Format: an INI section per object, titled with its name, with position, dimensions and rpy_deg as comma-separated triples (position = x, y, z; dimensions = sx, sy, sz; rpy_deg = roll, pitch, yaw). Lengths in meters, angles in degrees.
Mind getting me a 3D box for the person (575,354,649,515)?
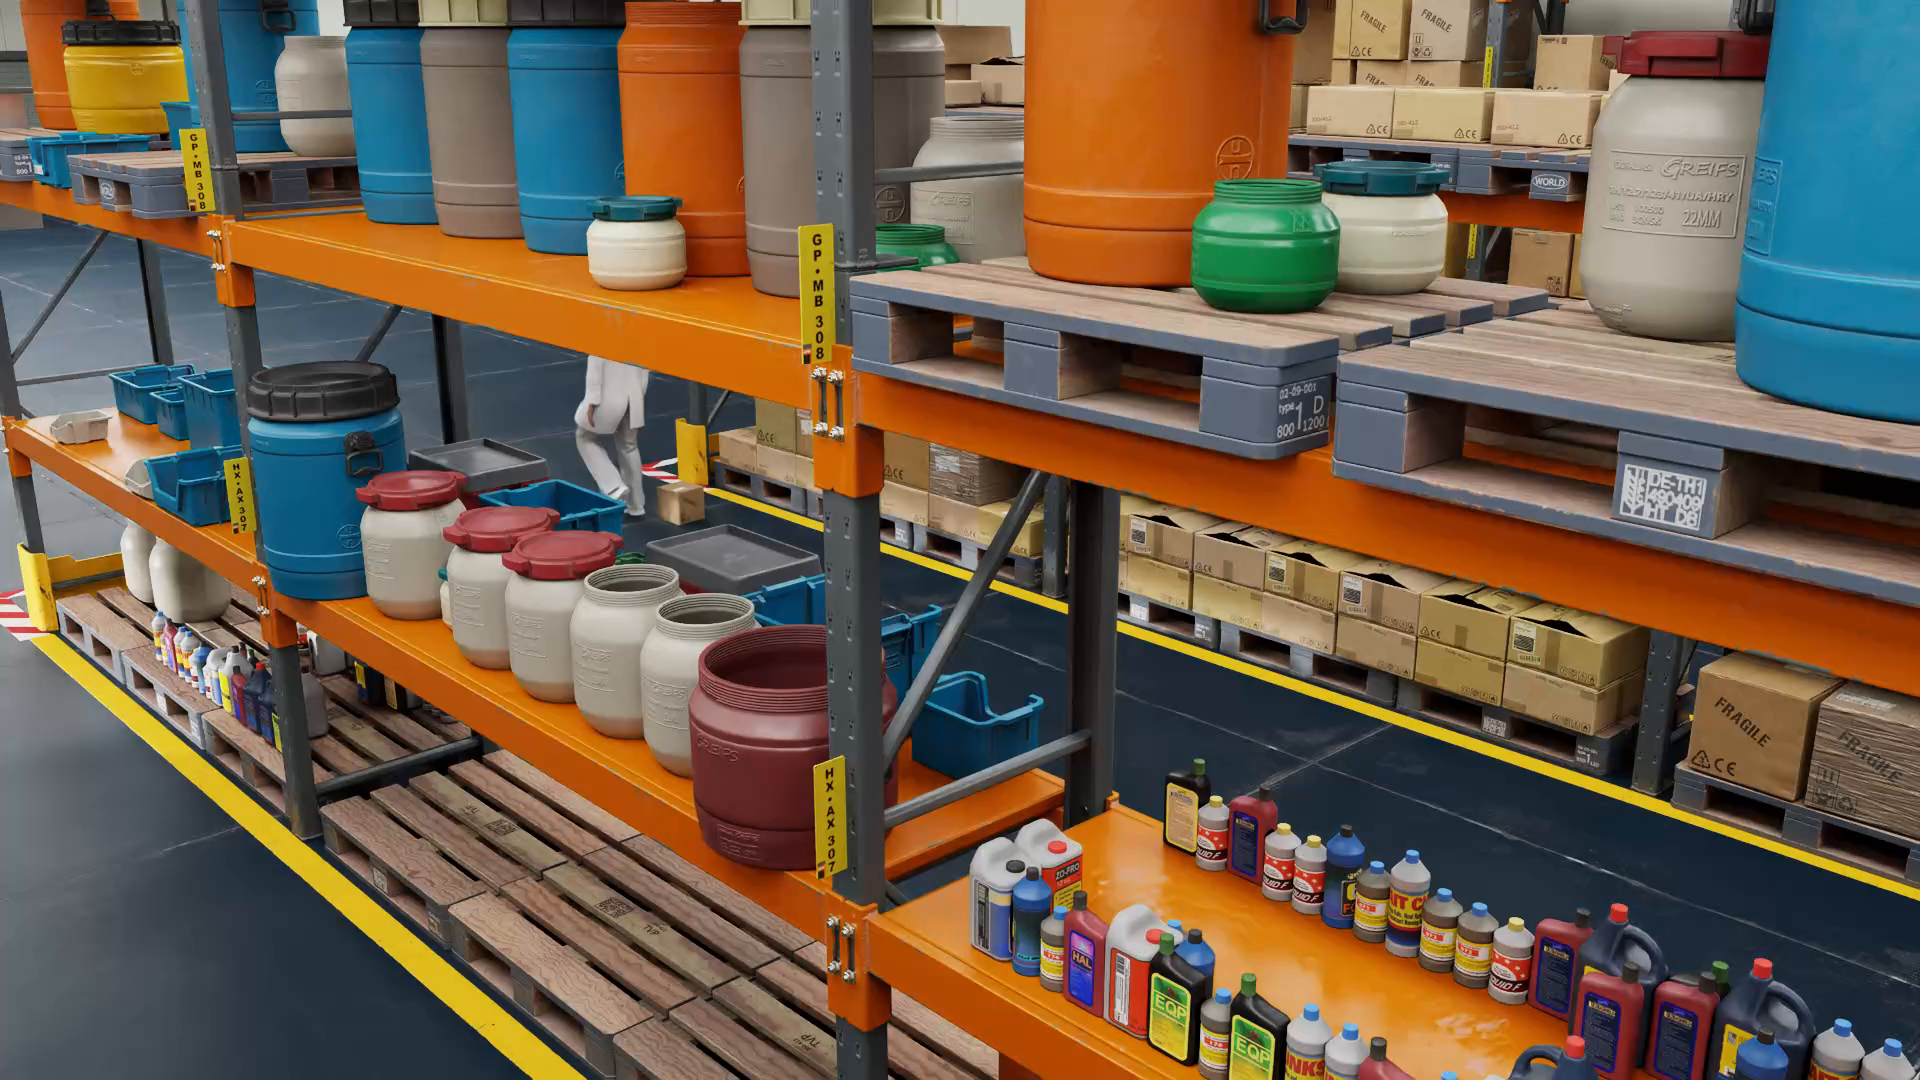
[person]
position = -2.593, -1.044, 12.422
dimensions = 0.484, 1.810, 0.620
rpy_deg = 16, 23, 41
